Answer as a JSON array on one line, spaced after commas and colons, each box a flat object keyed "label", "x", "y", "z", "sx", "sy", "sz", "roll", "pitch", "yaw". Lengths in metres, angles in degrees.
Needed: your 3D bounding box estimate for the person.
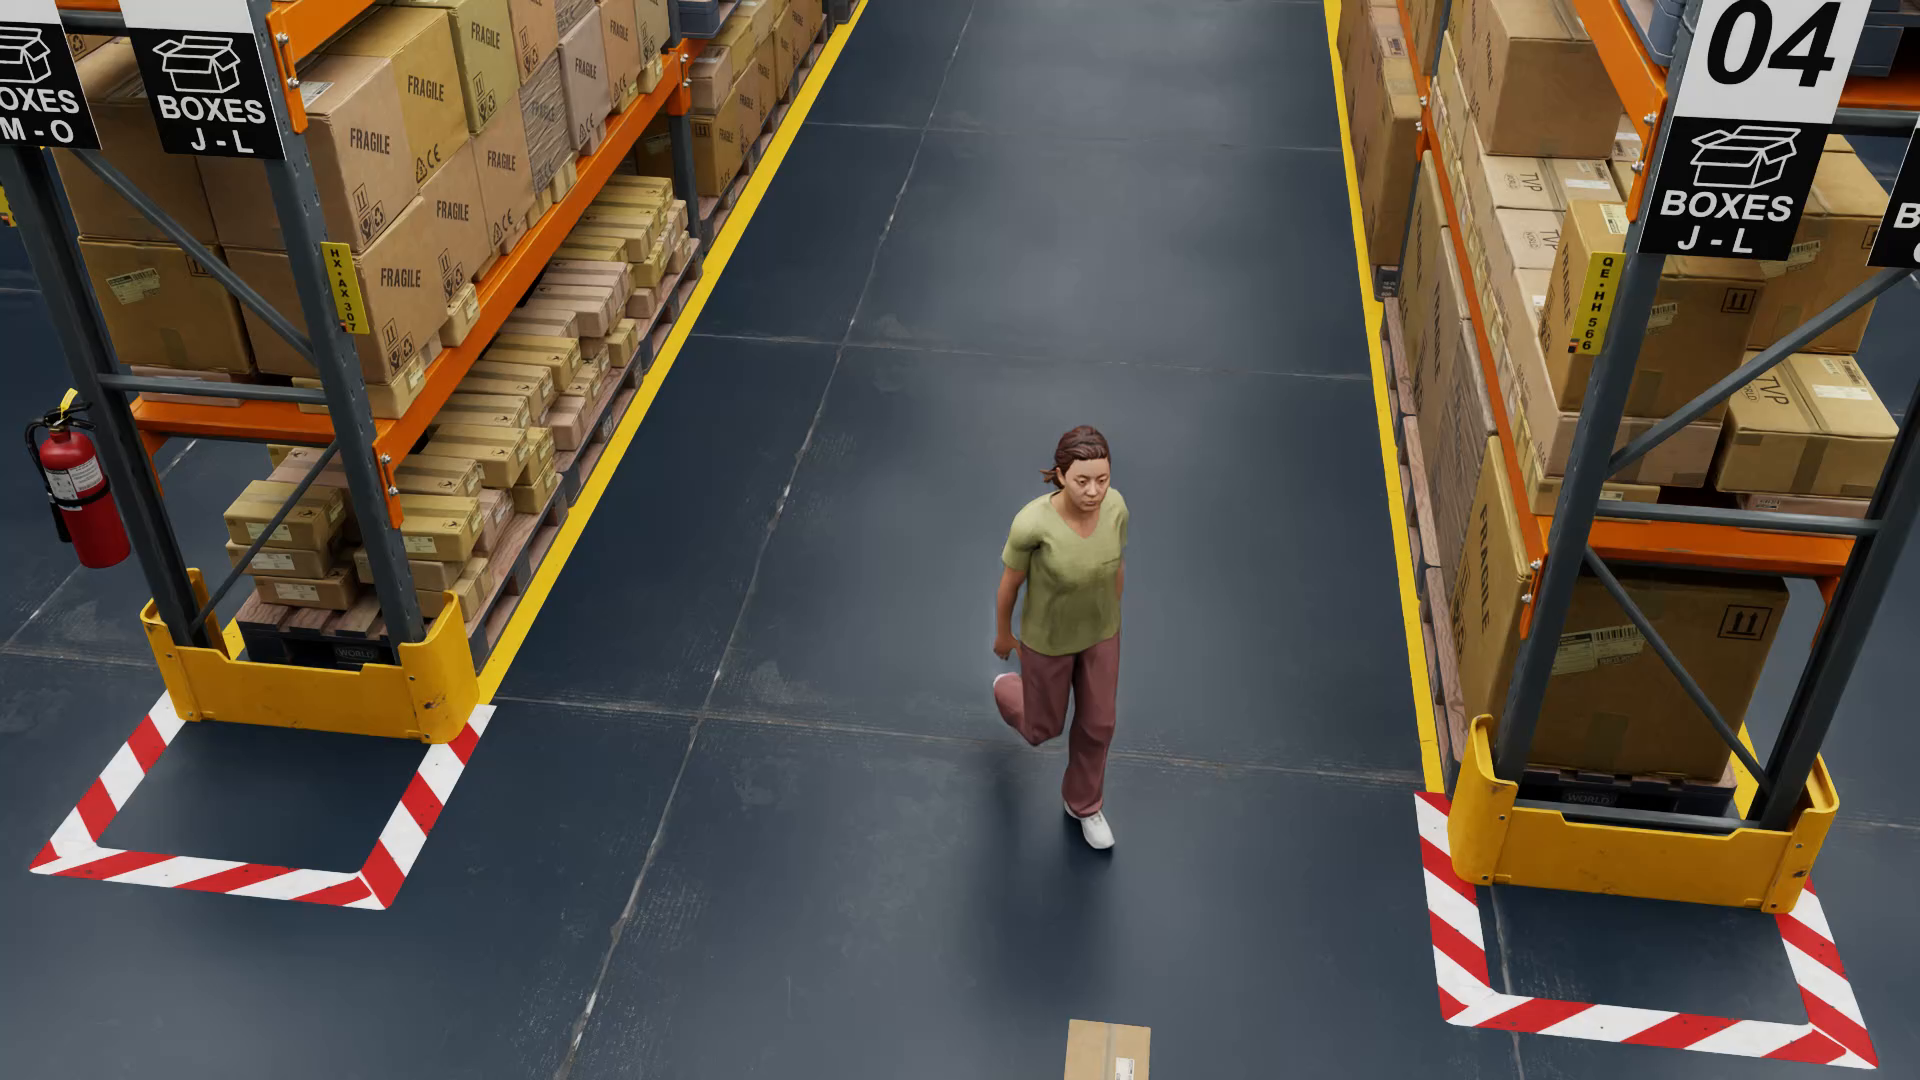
[{"label": "person", "x": 0.335, "y": 0.282, "z": 5.756, "sx": 0.467, "sy": 1.654, "sz": 0.732, "roll": -13, "pitch": 38, "yaw": -17}]
